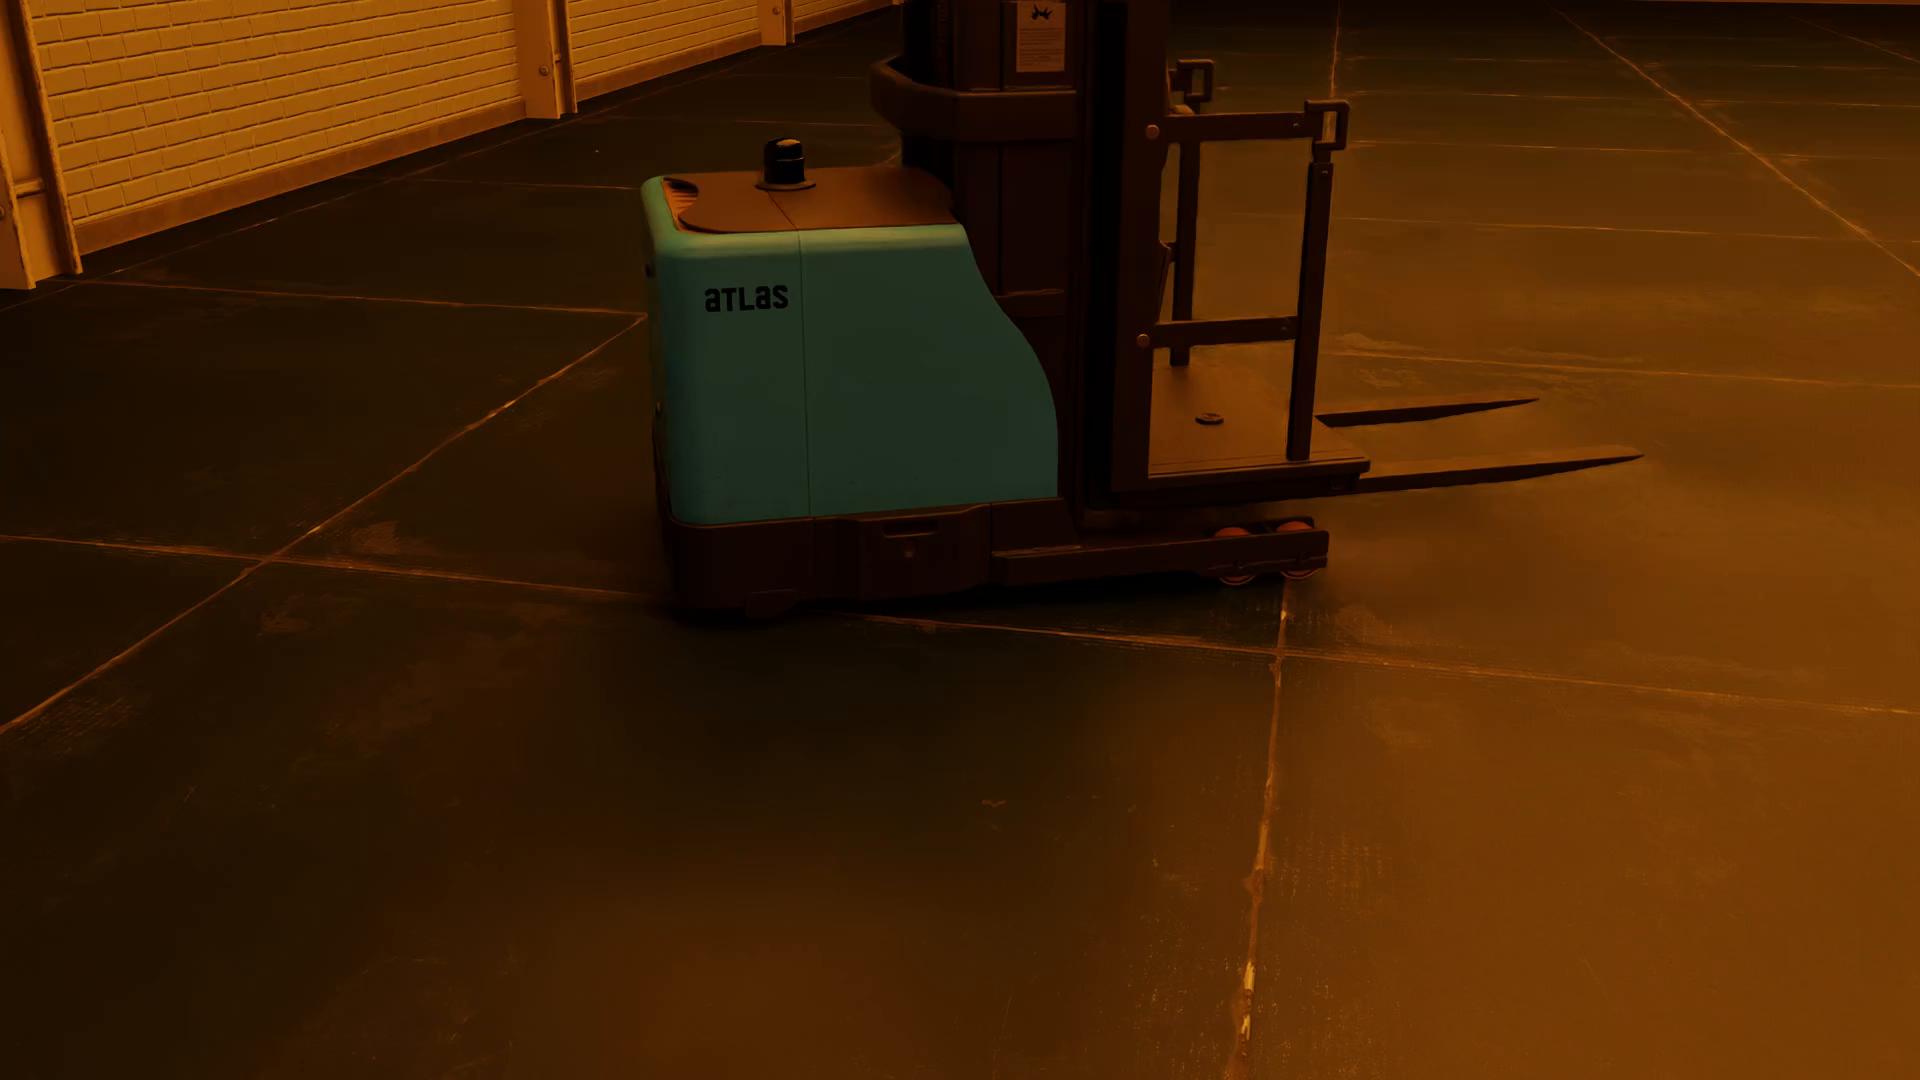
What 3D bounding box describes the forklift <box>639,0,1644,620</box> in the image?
[{"bbox_3d":[0.598,-1.415,4.736,3.031,2.935,1.130,-5,23,-12],"label":"forklift"}]
